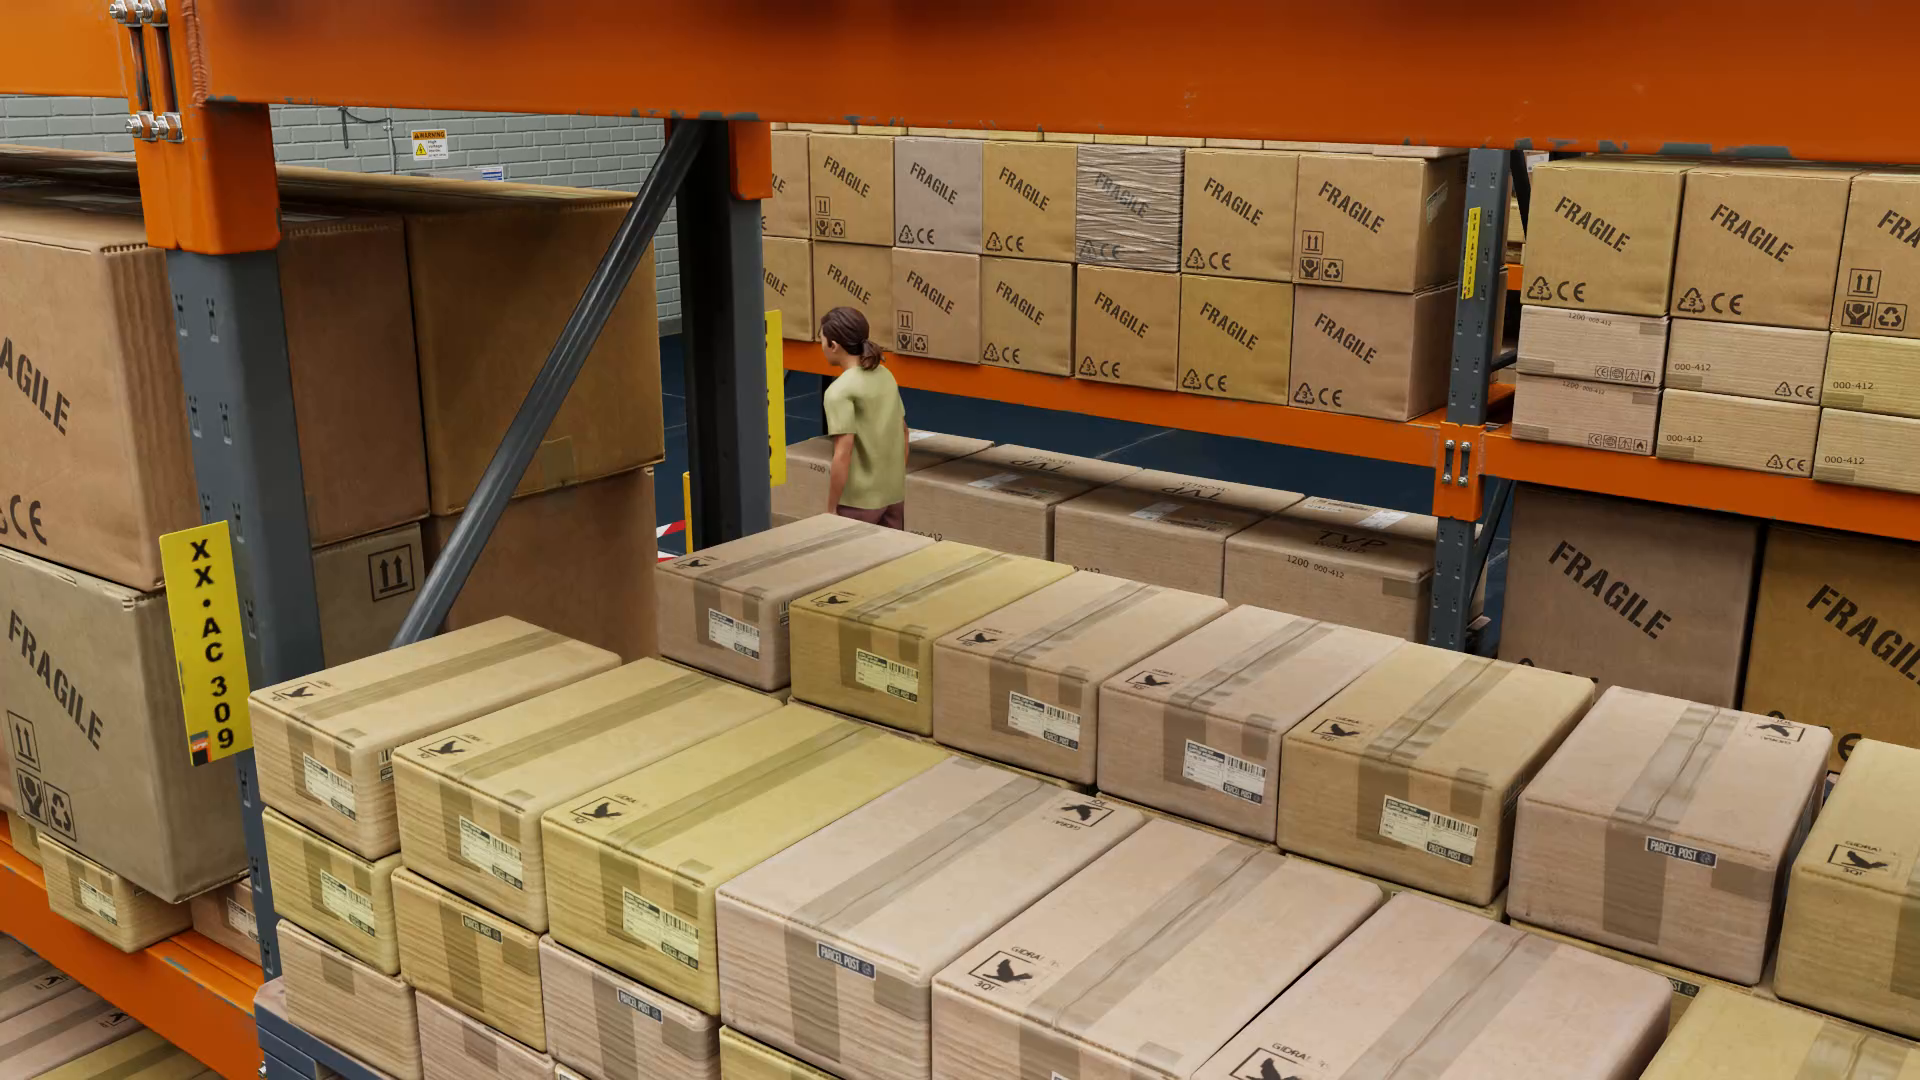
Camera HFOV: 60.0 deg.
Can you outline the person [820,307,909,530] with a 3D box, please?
[{"bbox_3d":[-0.424,-0.163,7.090,0.364,1.671,0.506,12,20,34],"label":"person"}]
